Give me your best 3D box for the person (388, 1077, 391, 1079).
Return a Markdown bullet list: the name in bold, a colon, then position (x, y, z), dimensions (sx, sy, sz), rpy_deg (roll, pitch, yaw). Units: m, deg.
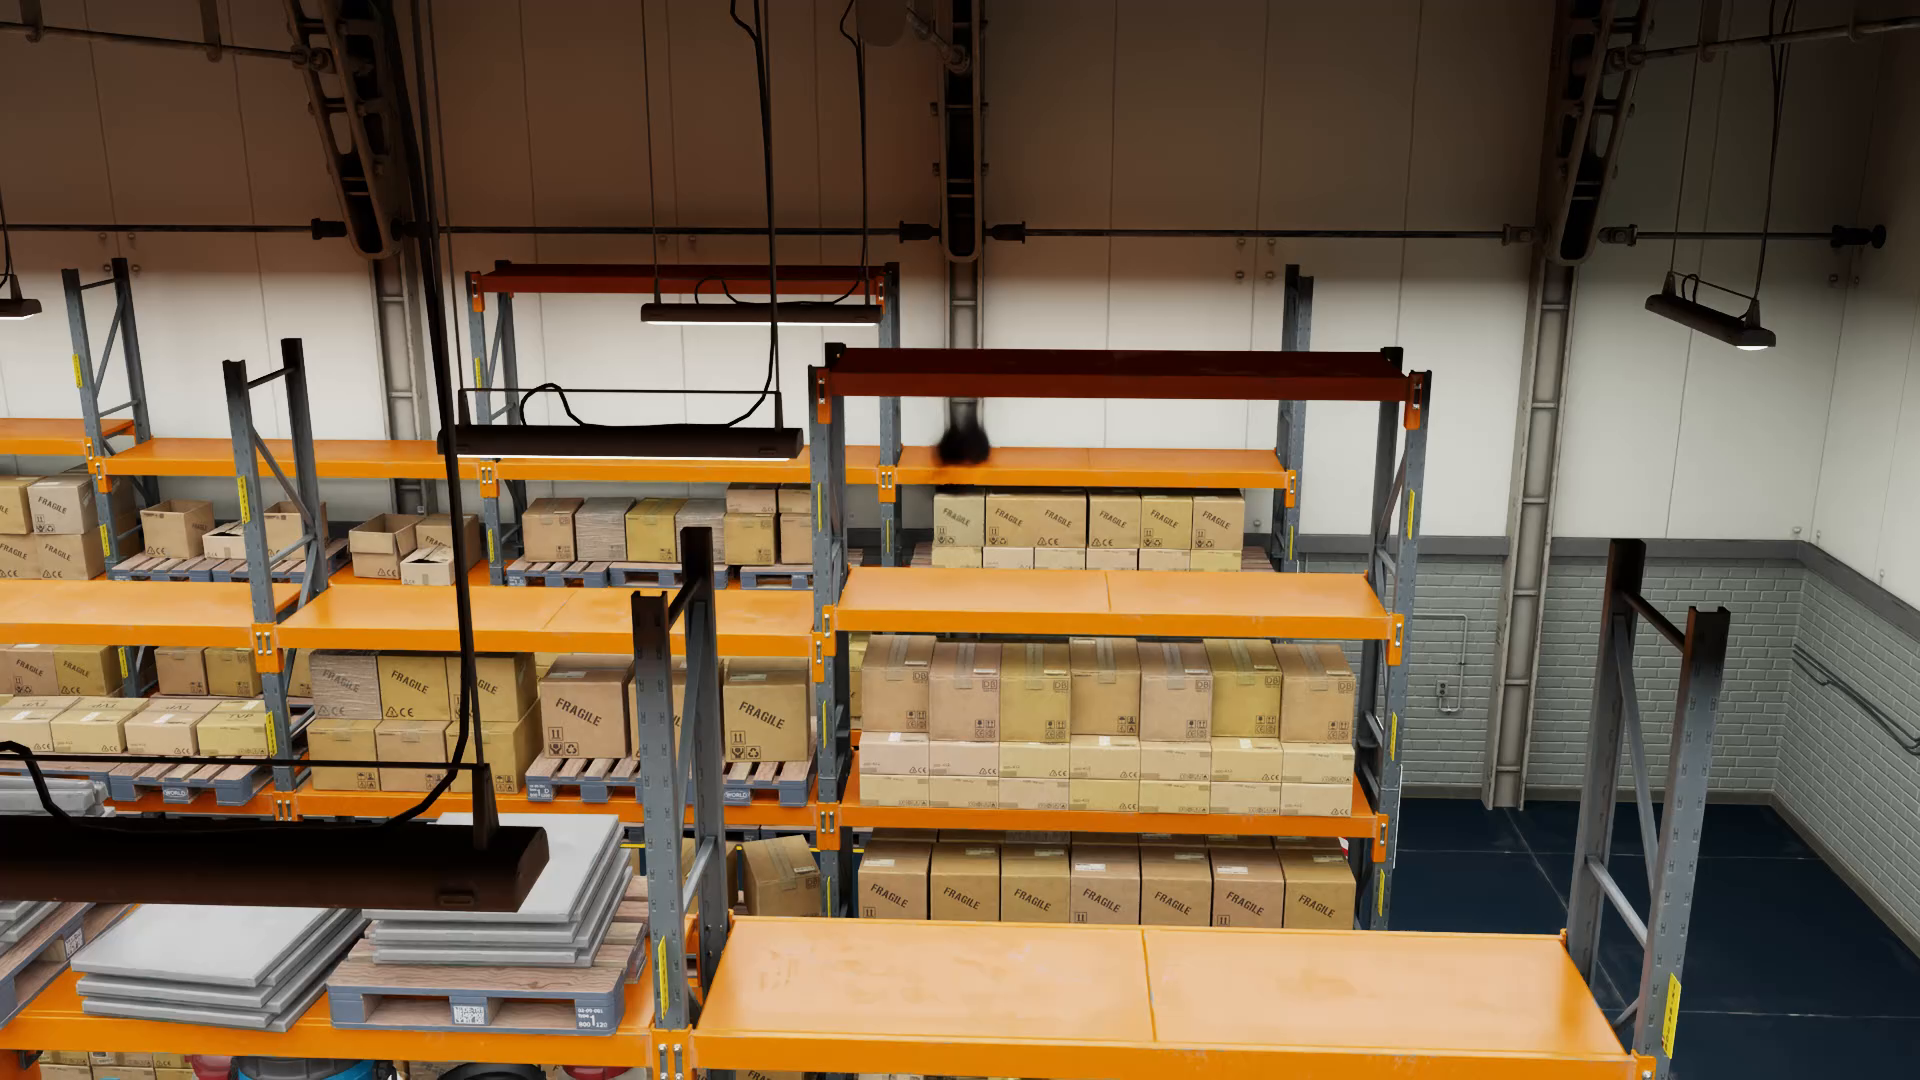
- **person**: position (-4.039, 4.198, 11.174), dimensions (1.191, 1.602, 0.705), rpy_deg (3, 16, 10)
